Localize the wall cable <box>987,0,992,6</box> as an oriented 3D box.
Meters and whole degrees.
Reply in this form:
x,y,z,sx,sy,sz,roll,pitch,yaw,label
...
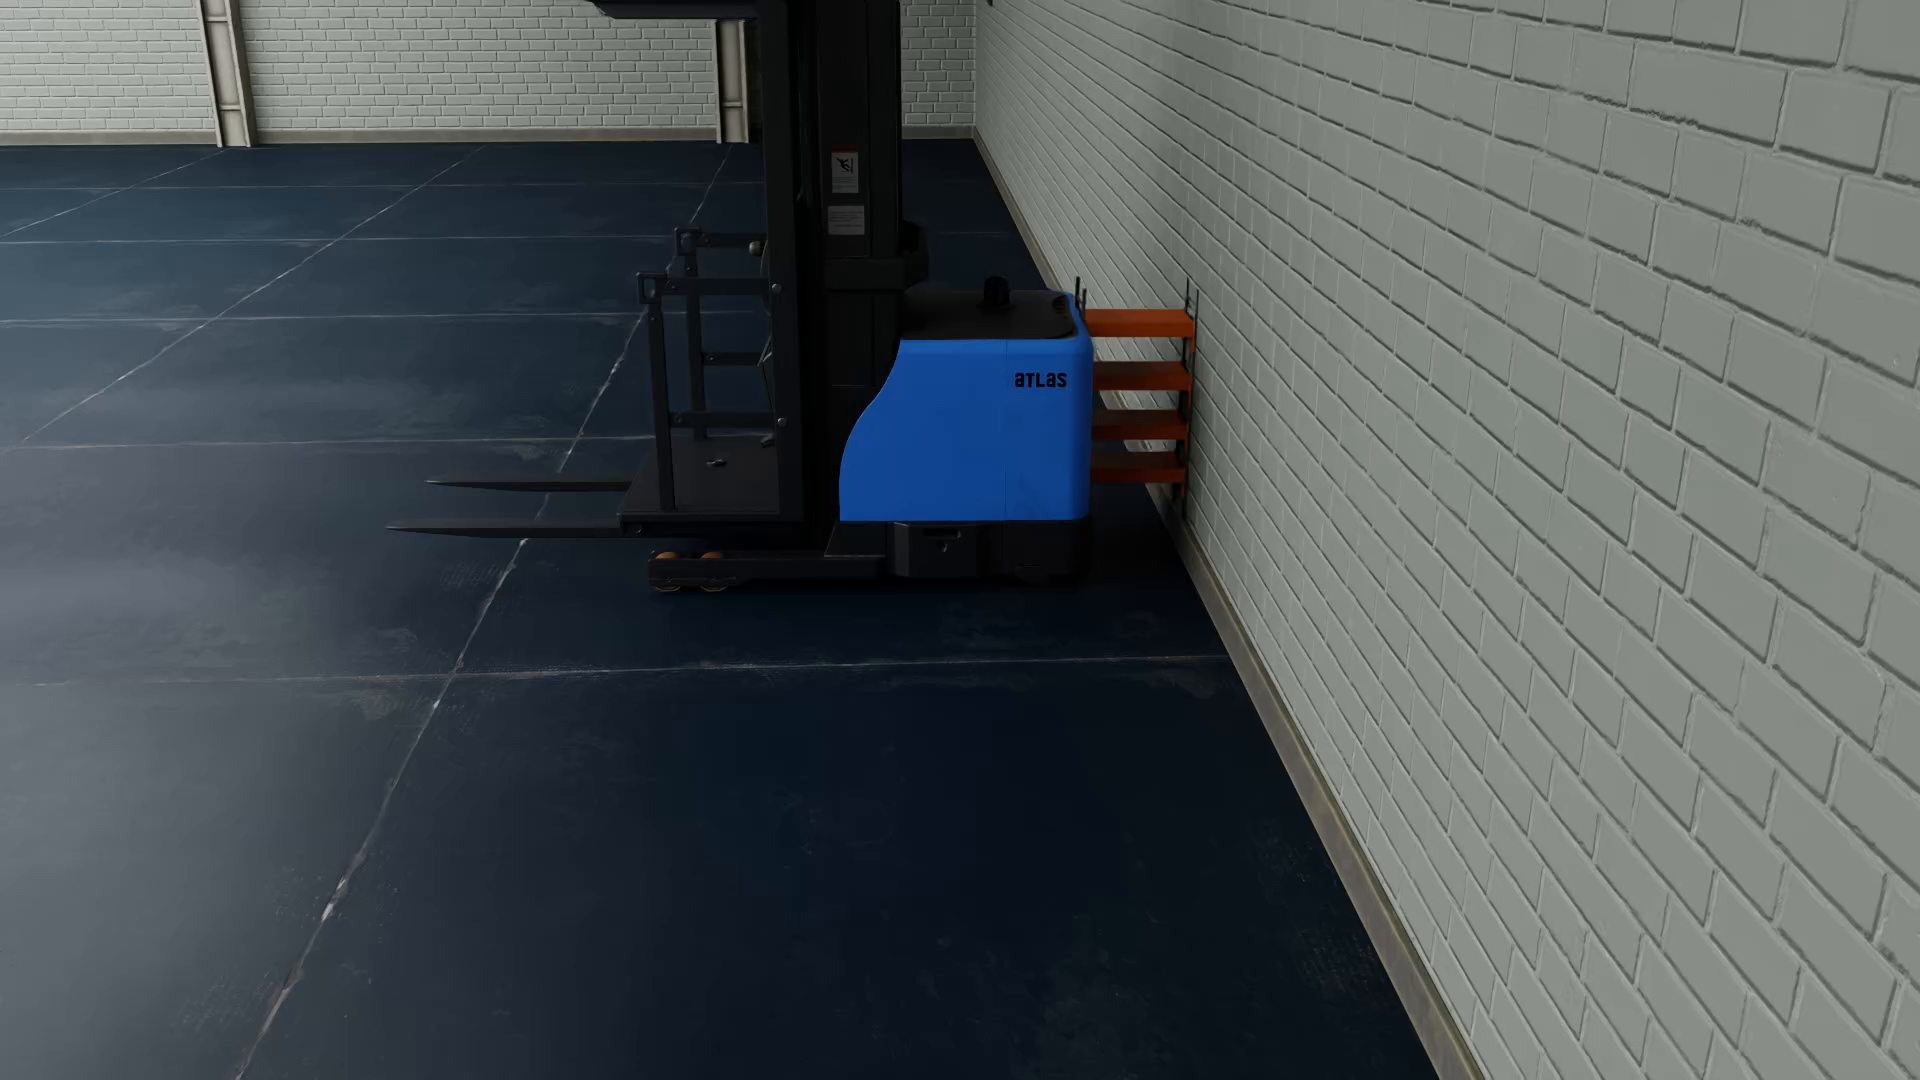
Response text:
x,y,z,sx,sy,sz,roll,pitch,yaw,label
0.221,-7.276,18.450,0.112,2.526,3.097,-1,21,-3,wall cable

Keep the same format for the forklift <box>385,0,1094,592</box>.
x,y,z,sx,sy,sz,roll,pitch,yaw,label
-0.959,-1.338,7.016,3.031,2.935,1.130,0,21,0,forklift

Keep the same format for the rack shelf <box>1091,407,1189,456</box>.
x,y,z,sx,sy,sz,roll,pitch,yaw,label
0.751,-0.482,7.375,0.480,0.148,0.258,0,21,-3,rack shelf

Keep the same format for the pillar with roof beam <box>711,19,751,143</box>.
x,y,z,sx,sy,sz,roll,pitch,yaw,label
-2.550,-7.608,14.957,0.400,9.000,9.100,-1,21,-3,pillar with roof beam

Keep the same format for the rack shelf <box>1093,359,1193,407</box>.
x,y,z,sx,sy,sz,roll,pitch,yaw,label
0.755,-0.690,7.294,0.480,0.148,0.258,0,21,-3,rack shelf

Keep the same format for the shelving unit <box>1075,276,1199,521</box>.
x,y,z,sx,sy,sz,roll,pitch,yaw,label
0.752,-0.544,7.351,0.503,1.200,0.258,0,21,-3,shelving unit

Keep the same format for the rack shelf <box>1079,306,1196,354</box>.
x,y,z,sx,sy,sz,roll,pitch,yaw,label
0.759,-0.910,7.207,0.480,0.148,0.258,0,21,-3,rack shelf

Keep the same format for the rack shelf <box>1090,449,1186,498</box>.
x,y,z,sx,sy,sz,roll,pitch,yaw,label
0.747,-0.297,7.448,0.480,0.148,0.258,0,21,-3,rack shelf

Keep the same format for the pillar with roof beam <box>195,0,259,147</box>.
x,y,z,sx,sy,sz,roll,pitch,yaw,label
-8.540,-7.486,14.637,0.400,9.000,9.100,-1,21,-3,pillar with roof beam

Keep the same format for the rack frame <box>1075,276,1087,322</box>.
x,y,z,sx,sy,sz,roll,pitch,yaw,label
0.509,-0.543,7.336,0.015,1.200,0.240,0,21,-3,rack frame

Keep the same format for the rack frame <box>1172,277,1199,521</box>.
x,y,z,sx,sy,sz,roll,pitch,yaw,label
0.996,-0.546,7.365,0.015,1.200,0.240,0,21,-3,rack frame
